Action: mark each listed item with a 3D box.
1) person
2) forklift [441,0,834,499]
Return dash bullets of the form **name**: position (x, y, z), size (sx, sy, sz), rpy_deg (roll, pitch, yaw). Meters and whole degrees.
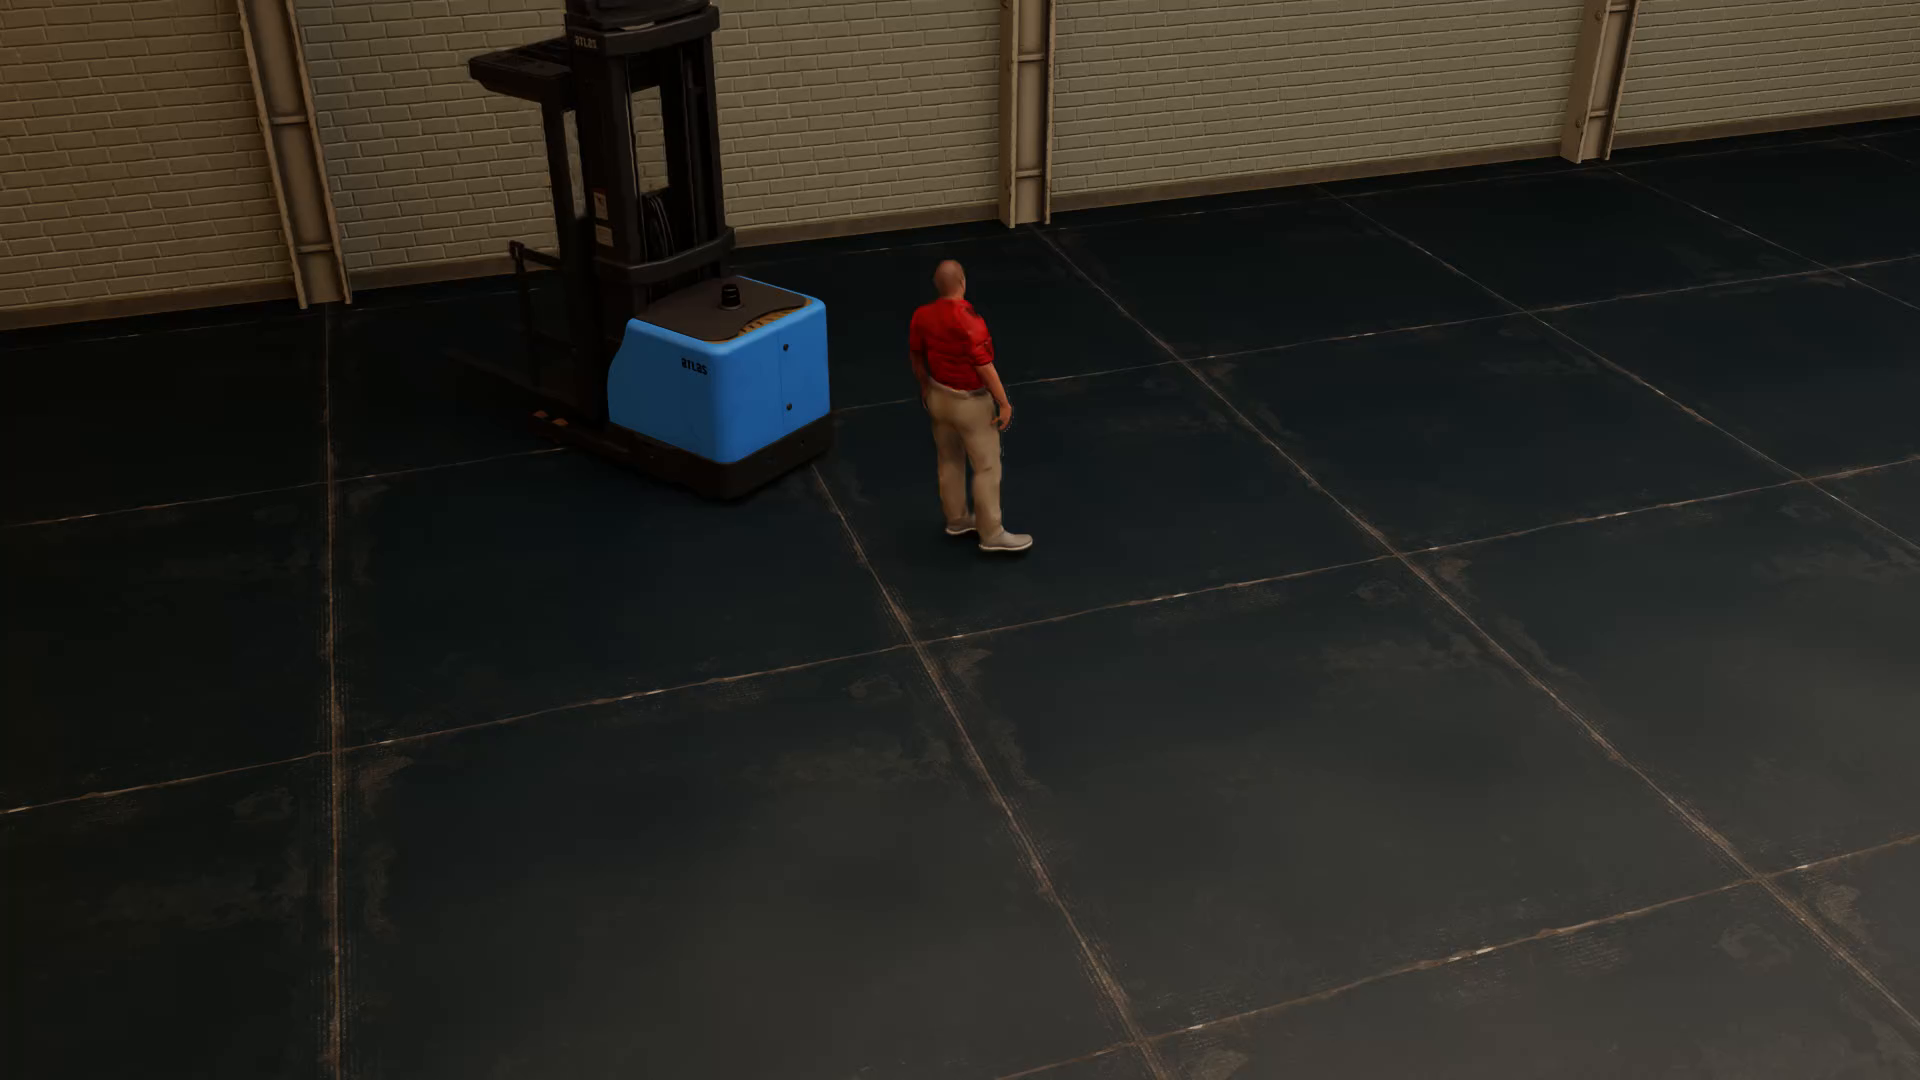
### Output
- **person**: position (0.067, -0.784, 9.564), size (0.753, 1.728, 0.418), rpy_deg (20, 36, 31)
- **forklift**: position (-2.316, -2.106, 10.747), size (3.031, 2.935, 1.130), rpy_deg (21, 36, 31)
